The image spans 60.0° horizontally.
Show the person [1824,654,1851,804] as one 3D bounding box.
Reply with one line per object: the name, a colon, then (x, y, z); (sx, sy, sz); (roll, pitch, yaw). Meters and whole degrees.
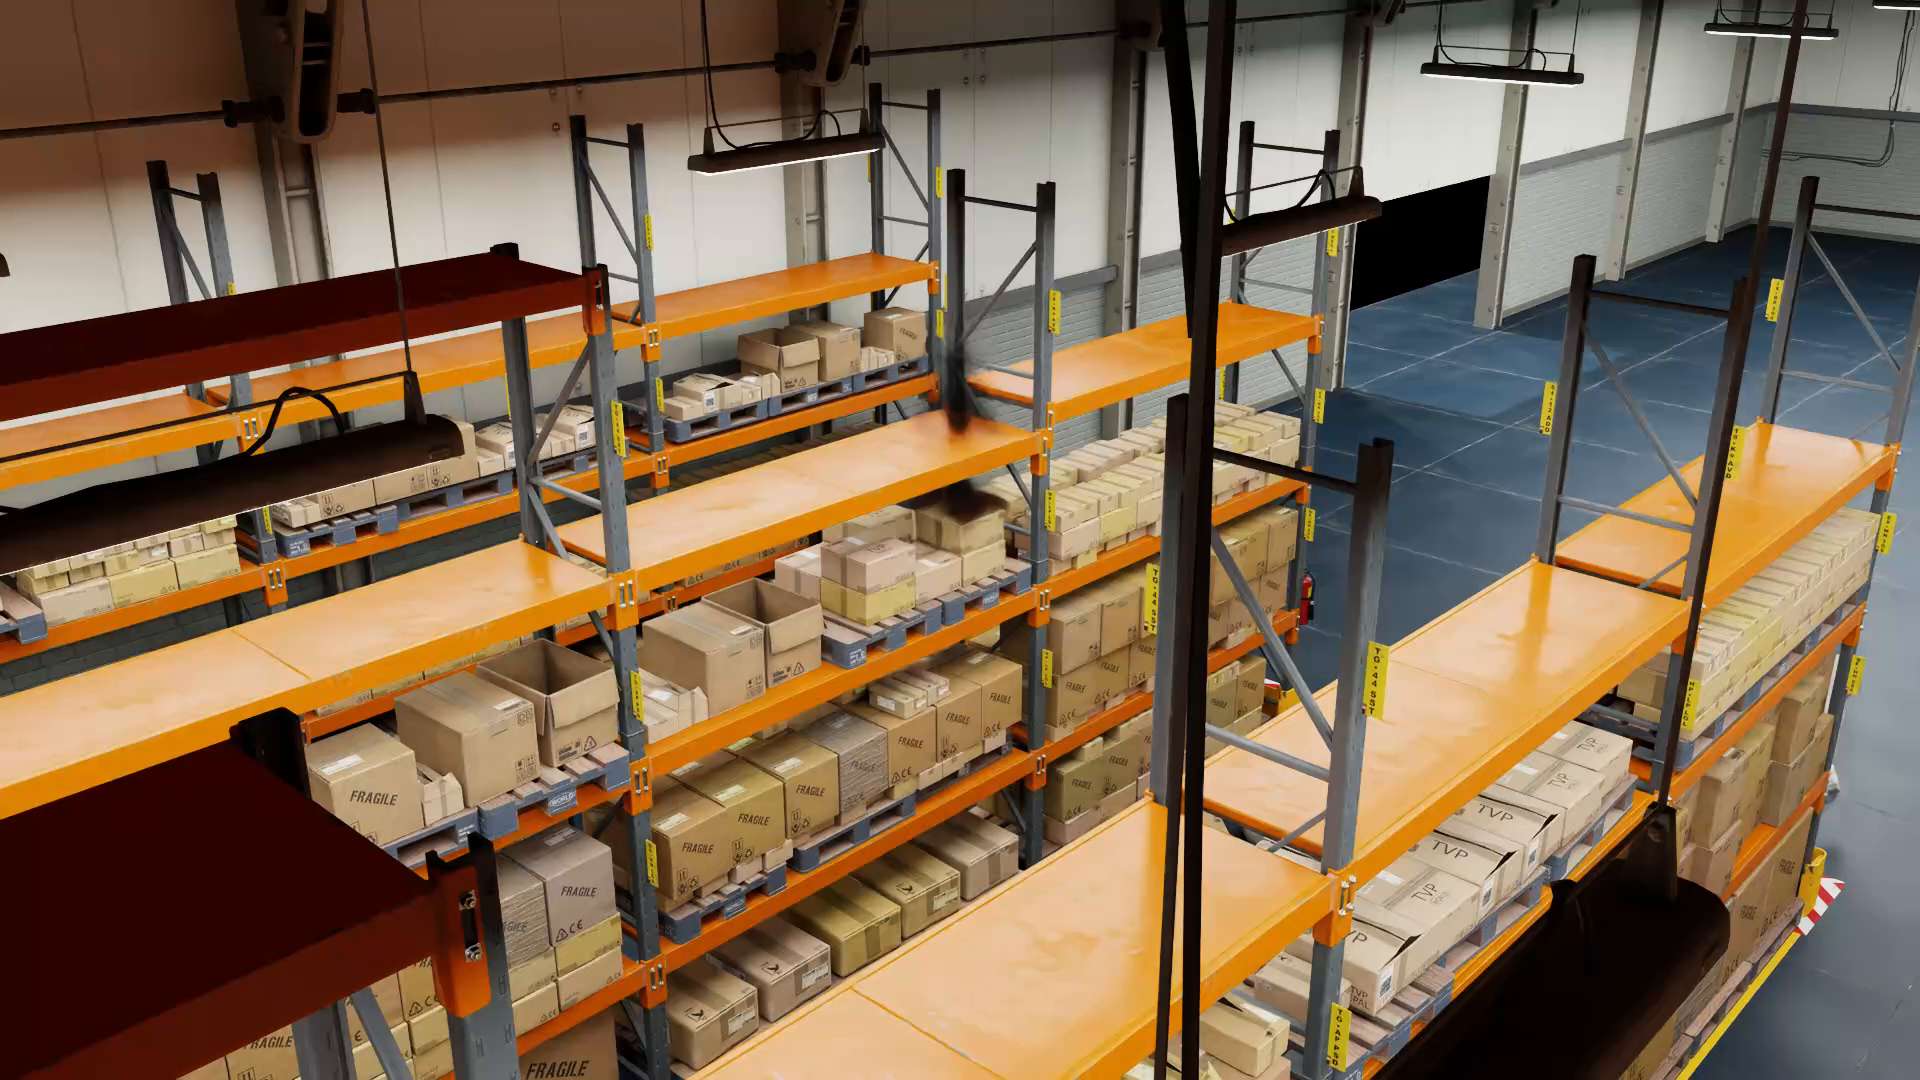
person: (7.874, 1.683, 15.320); (0.660, 1.770, 0.991); (0, 21, -1)
